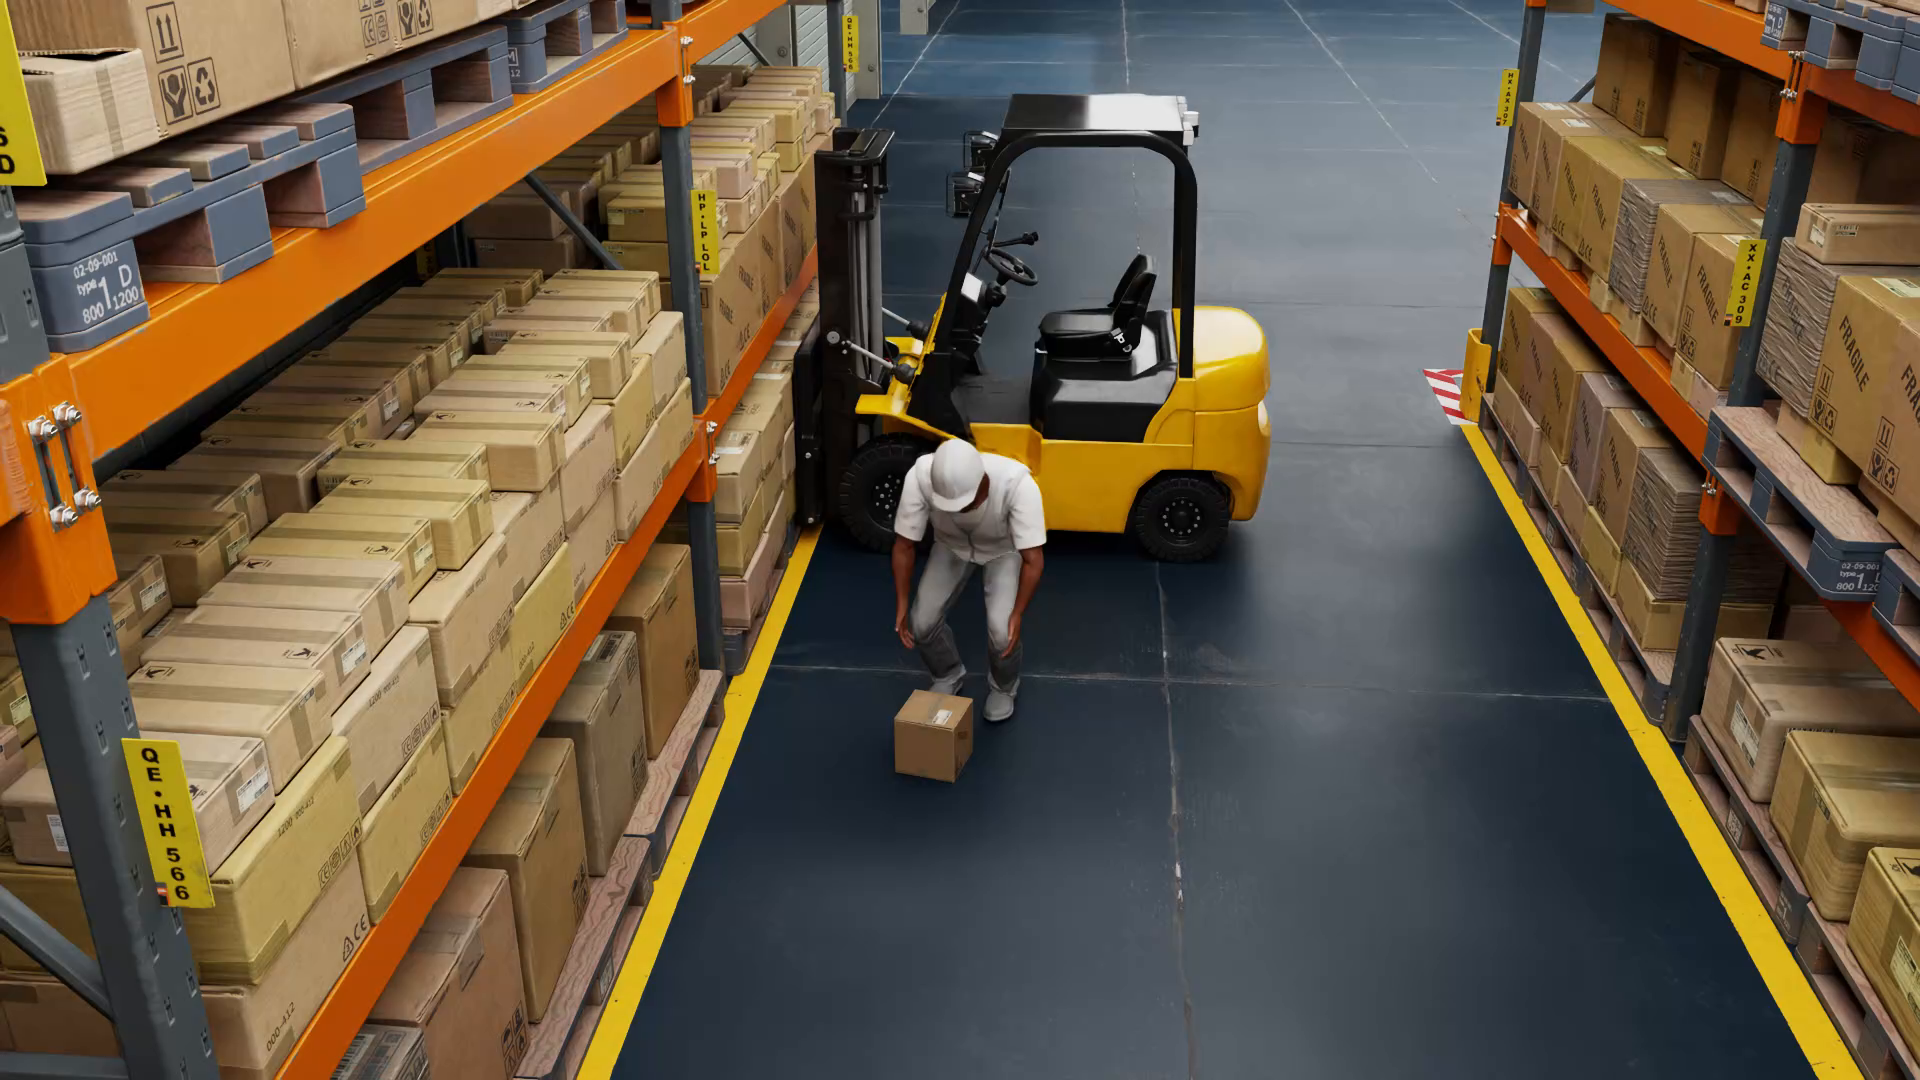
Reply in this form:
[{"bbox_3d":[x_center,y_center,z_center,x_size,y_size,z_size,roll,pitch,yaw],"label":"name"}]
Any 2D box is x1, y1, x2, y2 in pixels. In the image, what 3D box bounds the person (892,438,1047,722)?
[{"bbox_3d":[0.067,0.125,6.814,0.631,1.343,0.792,8,25,16],"label":"person"}]
